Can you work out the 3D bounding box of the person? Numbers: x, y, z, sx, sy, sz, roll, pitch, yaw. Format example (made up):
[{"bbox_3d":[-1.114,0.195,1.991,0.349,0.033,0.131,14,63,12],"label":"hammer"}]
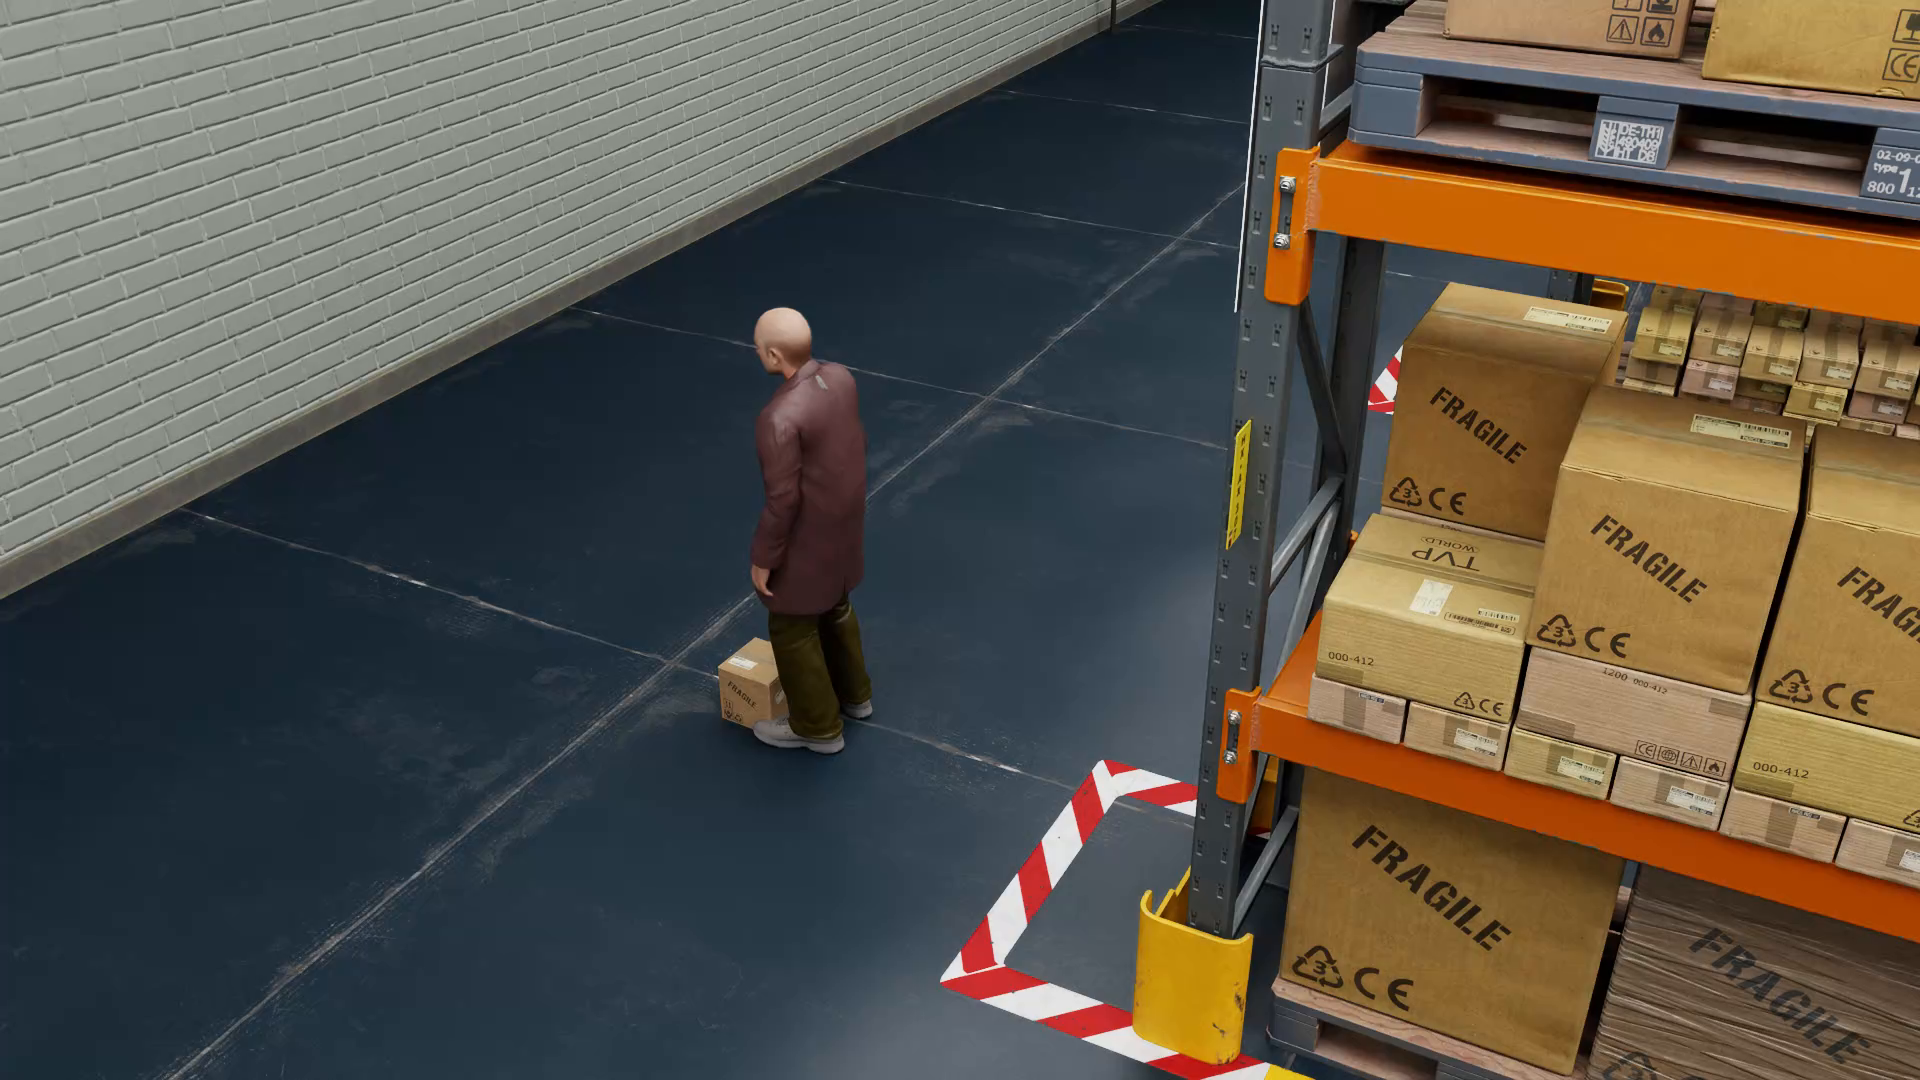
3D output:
[{"bbox_3d":[-0.564,-0.026,6.188,0.423,1.774,0.642,14,33,24],"label":"person"}]
